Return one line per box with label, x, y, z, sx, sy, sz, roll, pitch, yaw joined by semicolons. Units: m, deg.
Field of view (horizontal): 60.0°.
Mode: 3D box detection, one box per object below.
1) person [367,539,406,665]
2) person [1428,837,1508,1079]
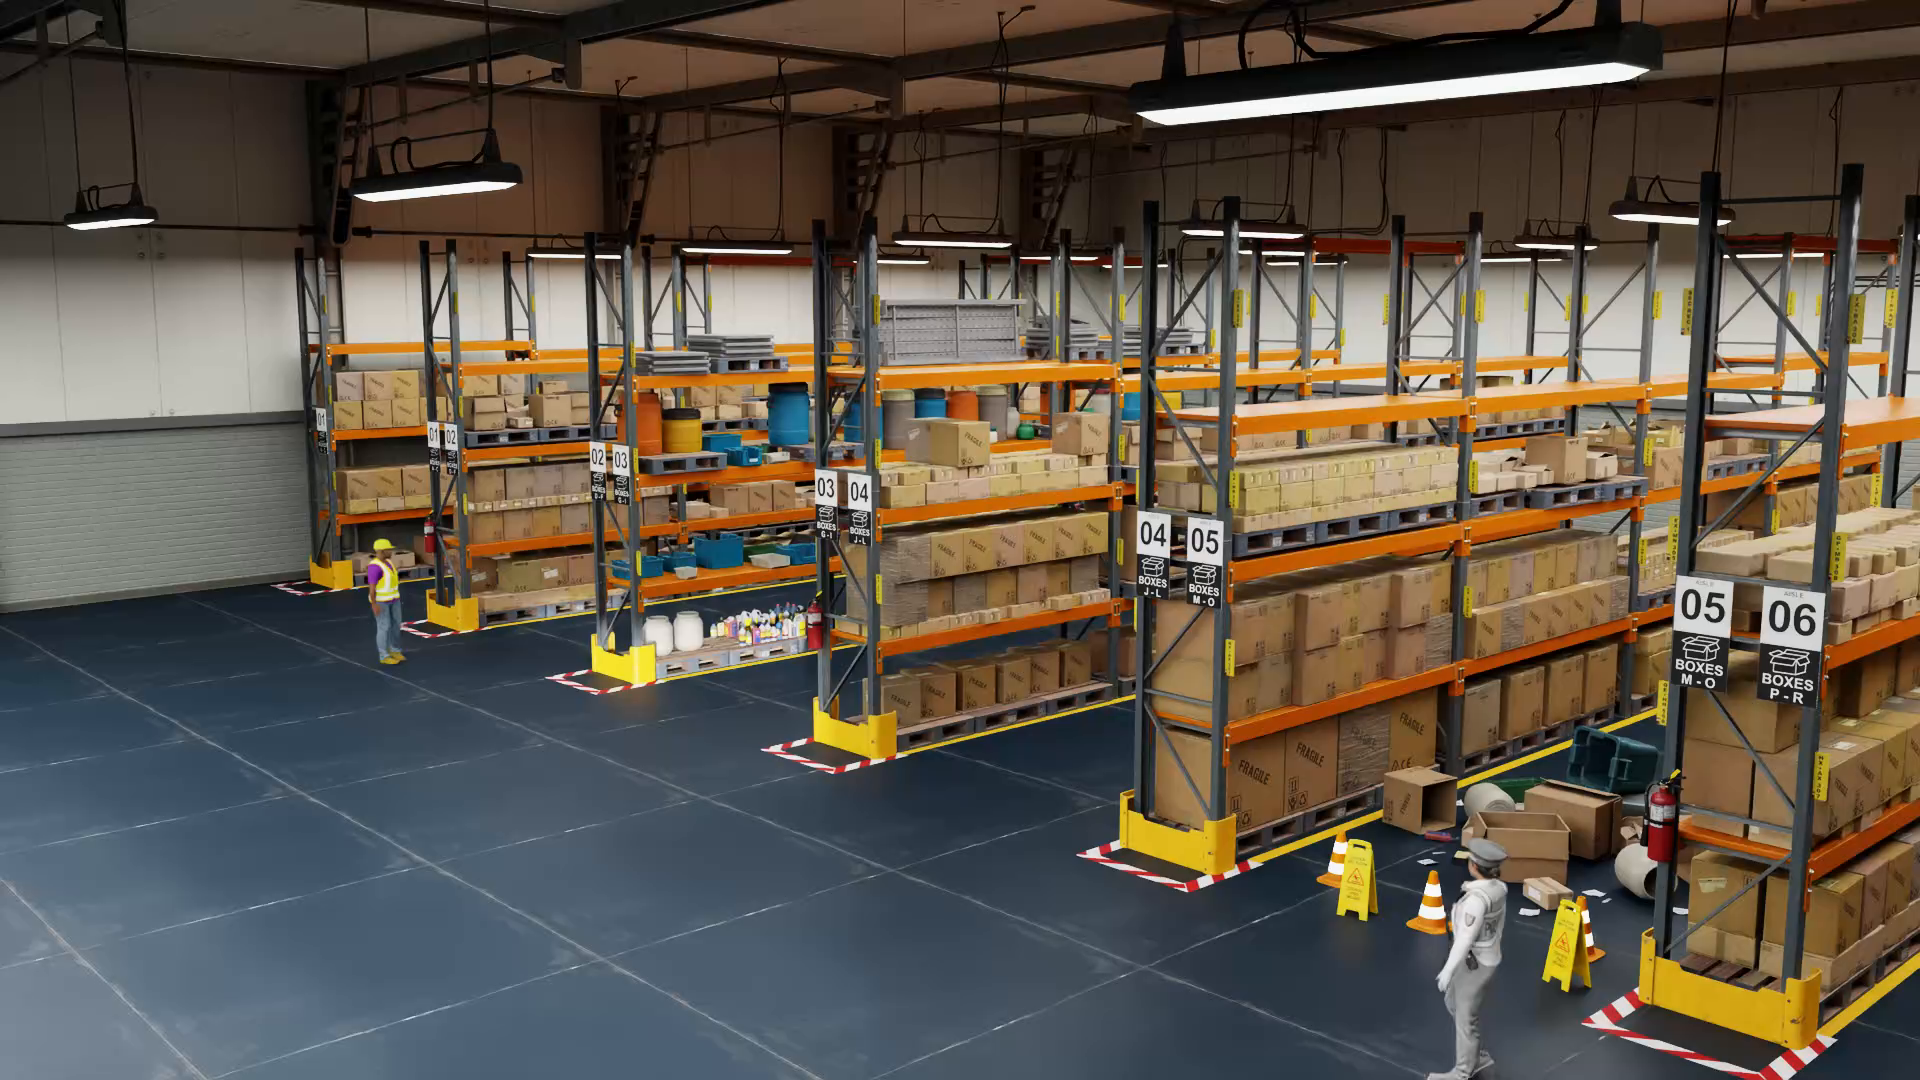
person;-8.097;0.874;23.477;0.431;1.796;0.631;3;9;21
person;3.313;2.785;10.847;0.437;1.715;0.509;3;9;22
